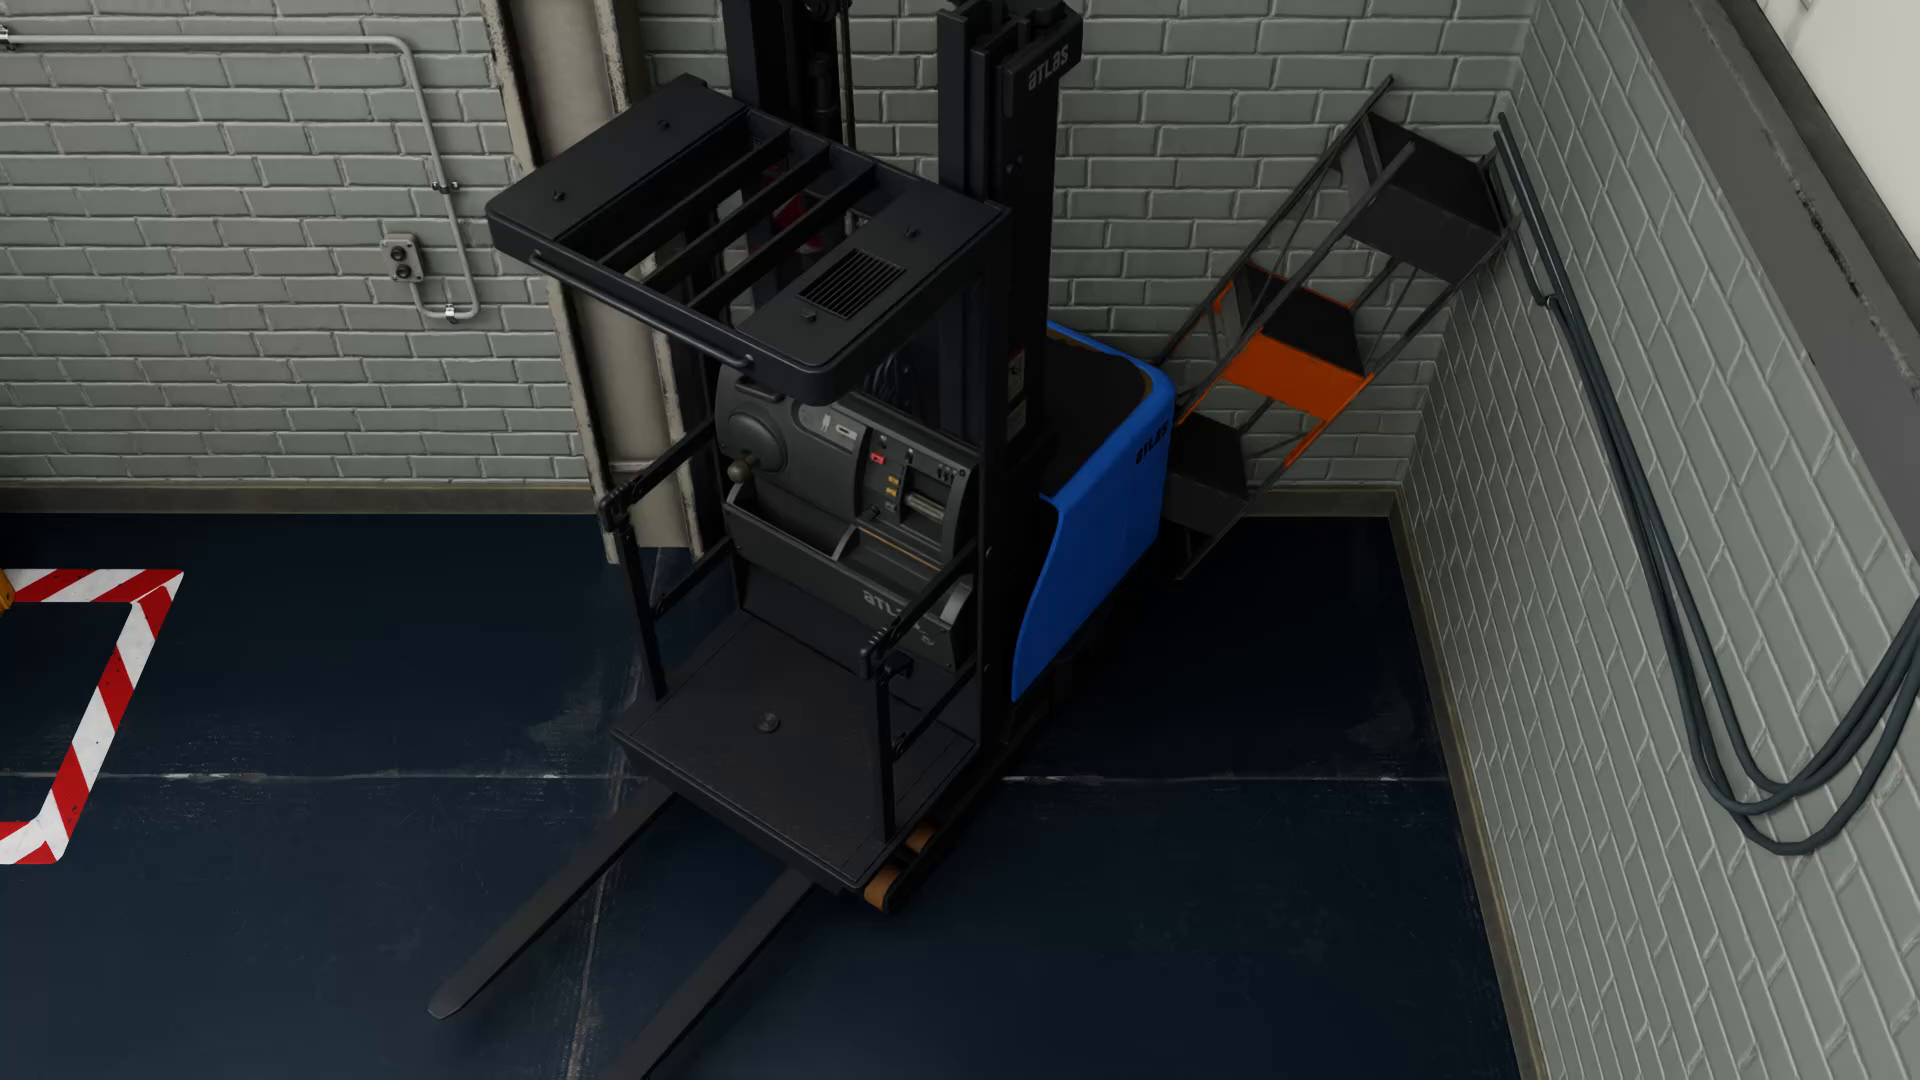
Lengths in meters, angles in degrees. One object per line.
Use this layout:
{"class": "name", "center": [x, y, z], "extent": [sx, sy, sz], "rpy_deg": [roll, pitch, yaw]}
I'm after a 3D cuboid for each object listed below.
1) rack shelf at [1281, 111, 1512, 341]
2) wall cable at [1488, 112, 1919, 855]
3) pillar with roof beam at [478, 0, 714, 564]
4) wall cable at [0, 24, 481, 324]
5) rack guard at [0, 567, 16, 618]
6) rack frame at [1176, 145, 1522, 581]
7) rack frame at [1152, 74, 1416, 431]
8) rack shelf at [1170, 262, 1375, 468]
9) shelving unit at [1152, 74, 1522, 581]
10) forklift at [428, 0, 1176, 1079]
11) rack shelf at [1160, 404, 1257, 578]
{"class": "rack shelf", "center": [1.434, -1.058, 5.542], "extent": [0.480, 0.518, 0.431], "rpy_deg": [19, 45, -20]}
{"class": "wall cable", "center": [1.739, -1.124, 3.770], "extent": [0.112, 2.526, 3.097], "rpy_deg": [0, 47, 0]}
{"class": "pillar with roof beam", "center": [-1.228, 0.067, 0.540], "extent": [0.400, 9.000, 9.100], "rpy_deg": [0, 47, 0]}
{"class": "wall cable", "center": [-2.632, -1.450, 5.356], "extent": [1.851, 1.984, 0.084], "rpy_deg": [0, 47, 0]}
{"class": "rack guard", "center": [-3.891, 0.437, 6.002], "extent": [0.348, 0.500, 1.175], "rpy_deg": [0, 47, 0]}
{"class": "rack frame", "center": [1.331, -0.576, 6.079], "extent": [0.015, 2.100, 0.400], "rpy_deg": [19, 45, -20]}
{"class": "rack frame", "center": [0.899, -0.726, 5.909], "extent": [0.015, 2.100, 0.400], "rpy_deg": [19, 45, -20]}
{"class": "rack shelf", "center": [1.109, -0.643, 6.003], "extent": [0.480, 0.518, 0.431], "rpy_deg": [19, 45, -20]}
{"class": "shelving unit", "center": [1.115, -0.651, 5.994], "extent": [0.503, 2.100, 0.431], "rpy_deg": [19, 45, -20]}
{"class": "forklift", "center": [-0.488, -0.166, 4.902], "extent": [1.130, 2.935, 3.031], "rpy_deg": [27, 53, 23]}
{"class": "rack shelf", "center": [0.784, -0.229, 6.463], "extent": [0.480, 0.518, 0.431], "rpy_deg": [19, 45, -20]}
